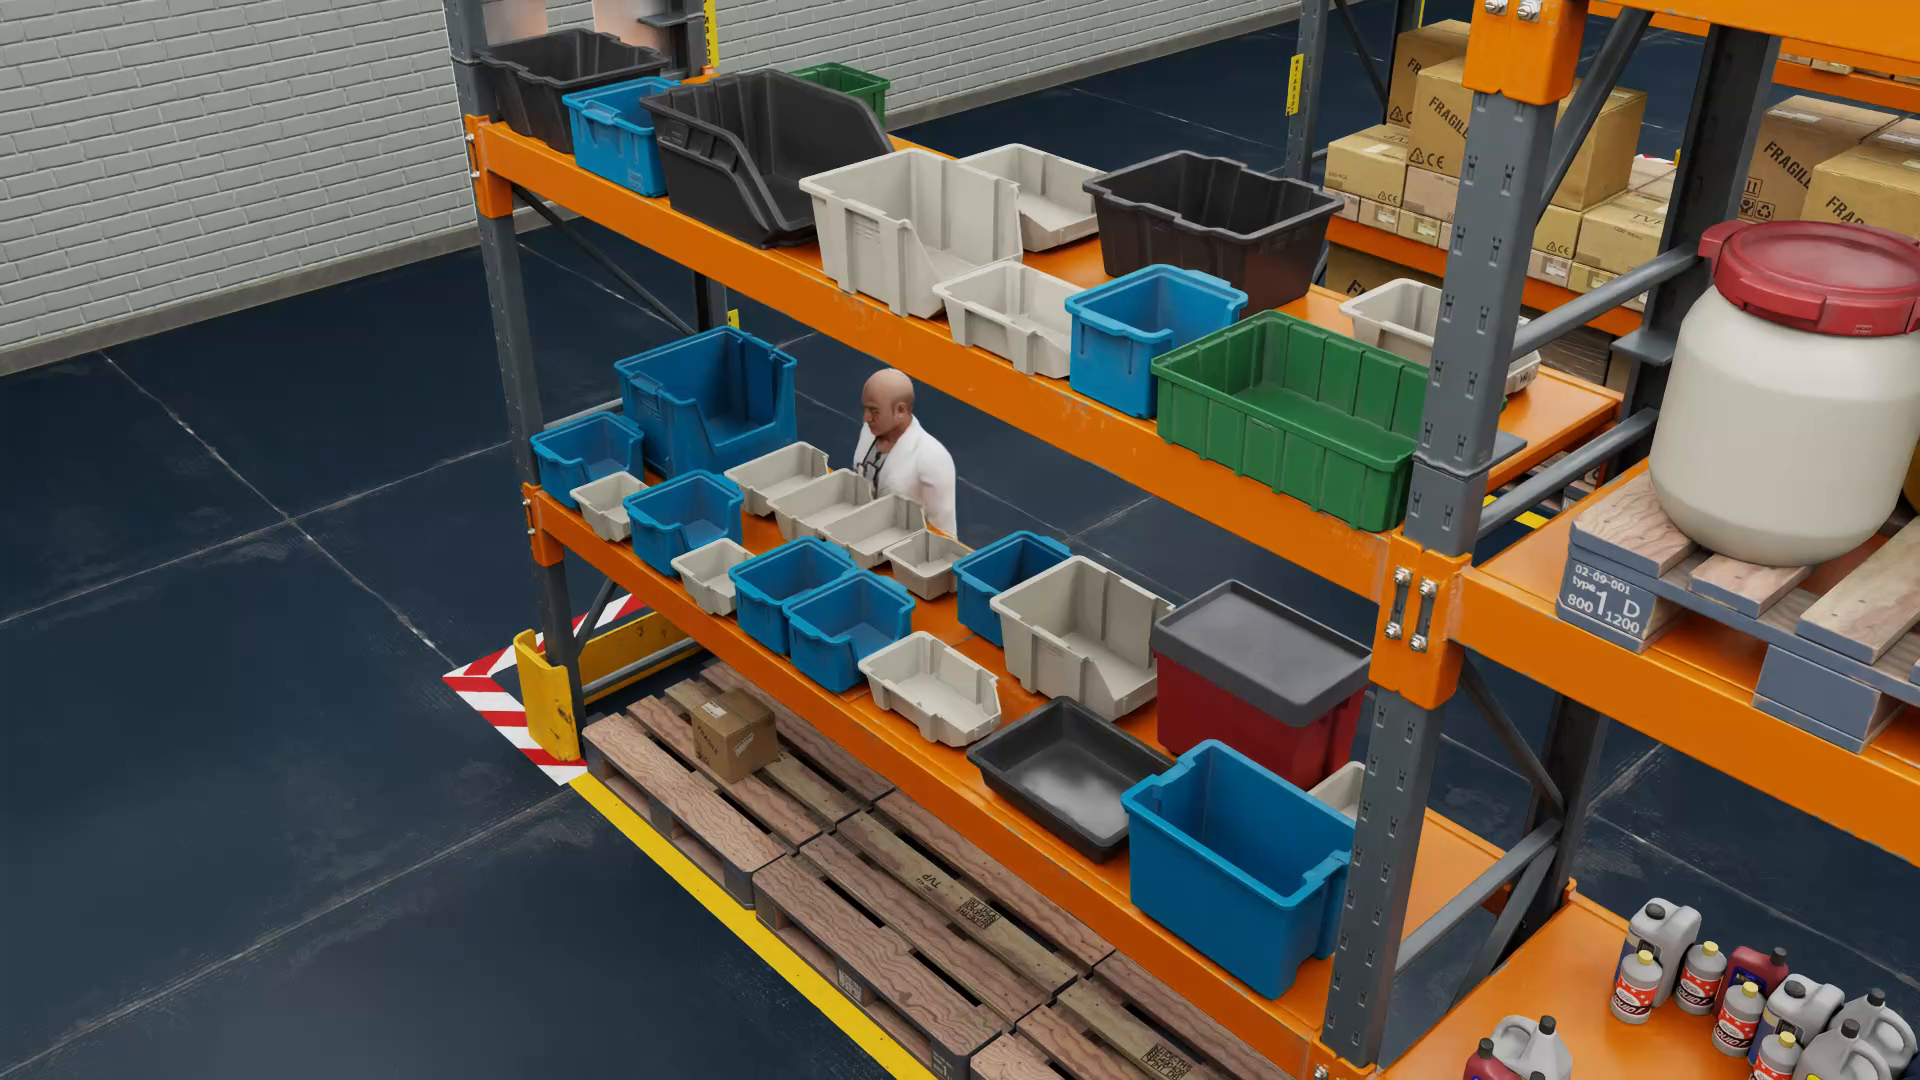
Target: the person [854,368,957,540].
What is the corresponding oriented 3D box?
[{"bbox_3d":[-0.296,0.103,6.779,0.459,1.708,0.618,-22,37,-31],"label":"person"}]
